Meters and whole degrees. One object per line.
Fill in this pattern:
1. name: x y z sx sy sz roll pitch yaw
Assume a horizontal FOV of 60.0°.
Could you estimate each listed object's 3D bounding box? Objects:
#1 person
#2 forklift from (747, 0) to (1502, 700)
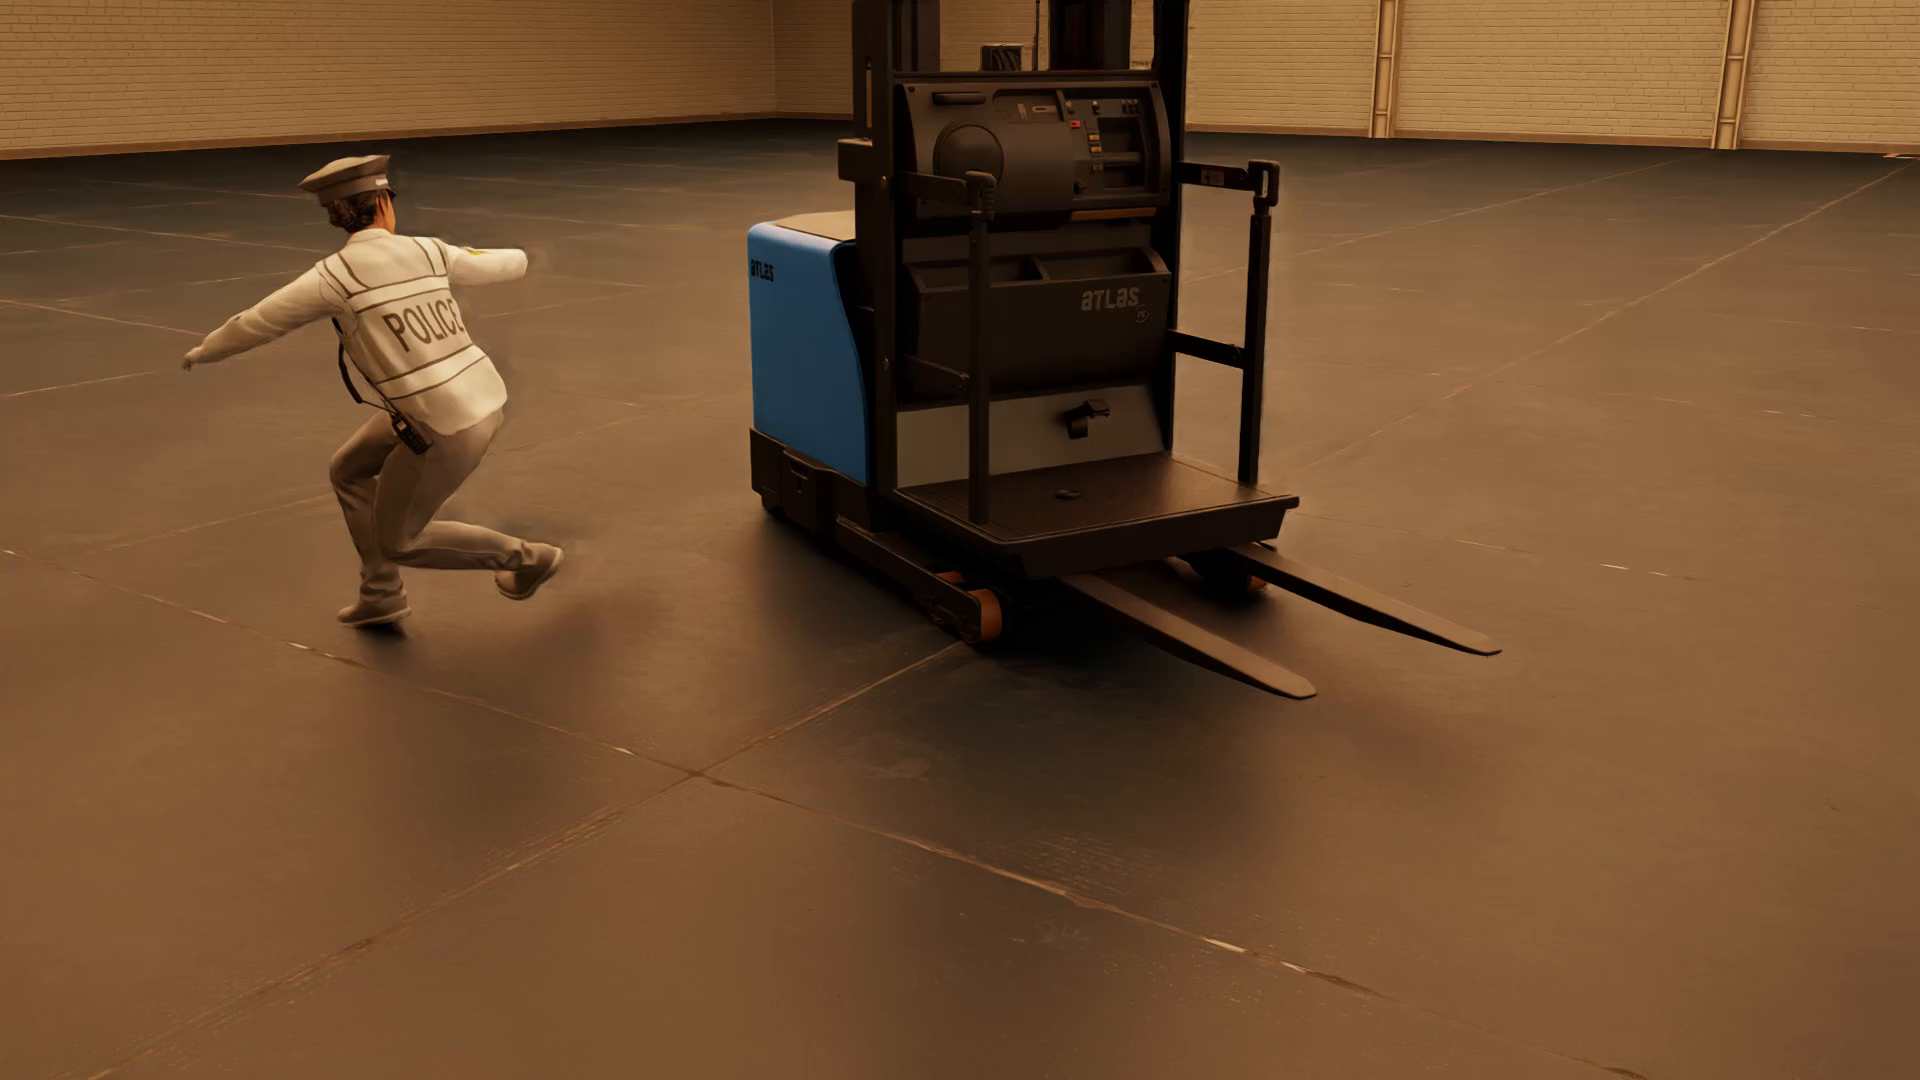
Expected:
1. person: -1.718 -0.428 4.965 1.047 1.422 0.760 4 17 13
2. forklift: 0.357 -1.243 4.989 1.130 2.935 3.031 -9 19 -28
